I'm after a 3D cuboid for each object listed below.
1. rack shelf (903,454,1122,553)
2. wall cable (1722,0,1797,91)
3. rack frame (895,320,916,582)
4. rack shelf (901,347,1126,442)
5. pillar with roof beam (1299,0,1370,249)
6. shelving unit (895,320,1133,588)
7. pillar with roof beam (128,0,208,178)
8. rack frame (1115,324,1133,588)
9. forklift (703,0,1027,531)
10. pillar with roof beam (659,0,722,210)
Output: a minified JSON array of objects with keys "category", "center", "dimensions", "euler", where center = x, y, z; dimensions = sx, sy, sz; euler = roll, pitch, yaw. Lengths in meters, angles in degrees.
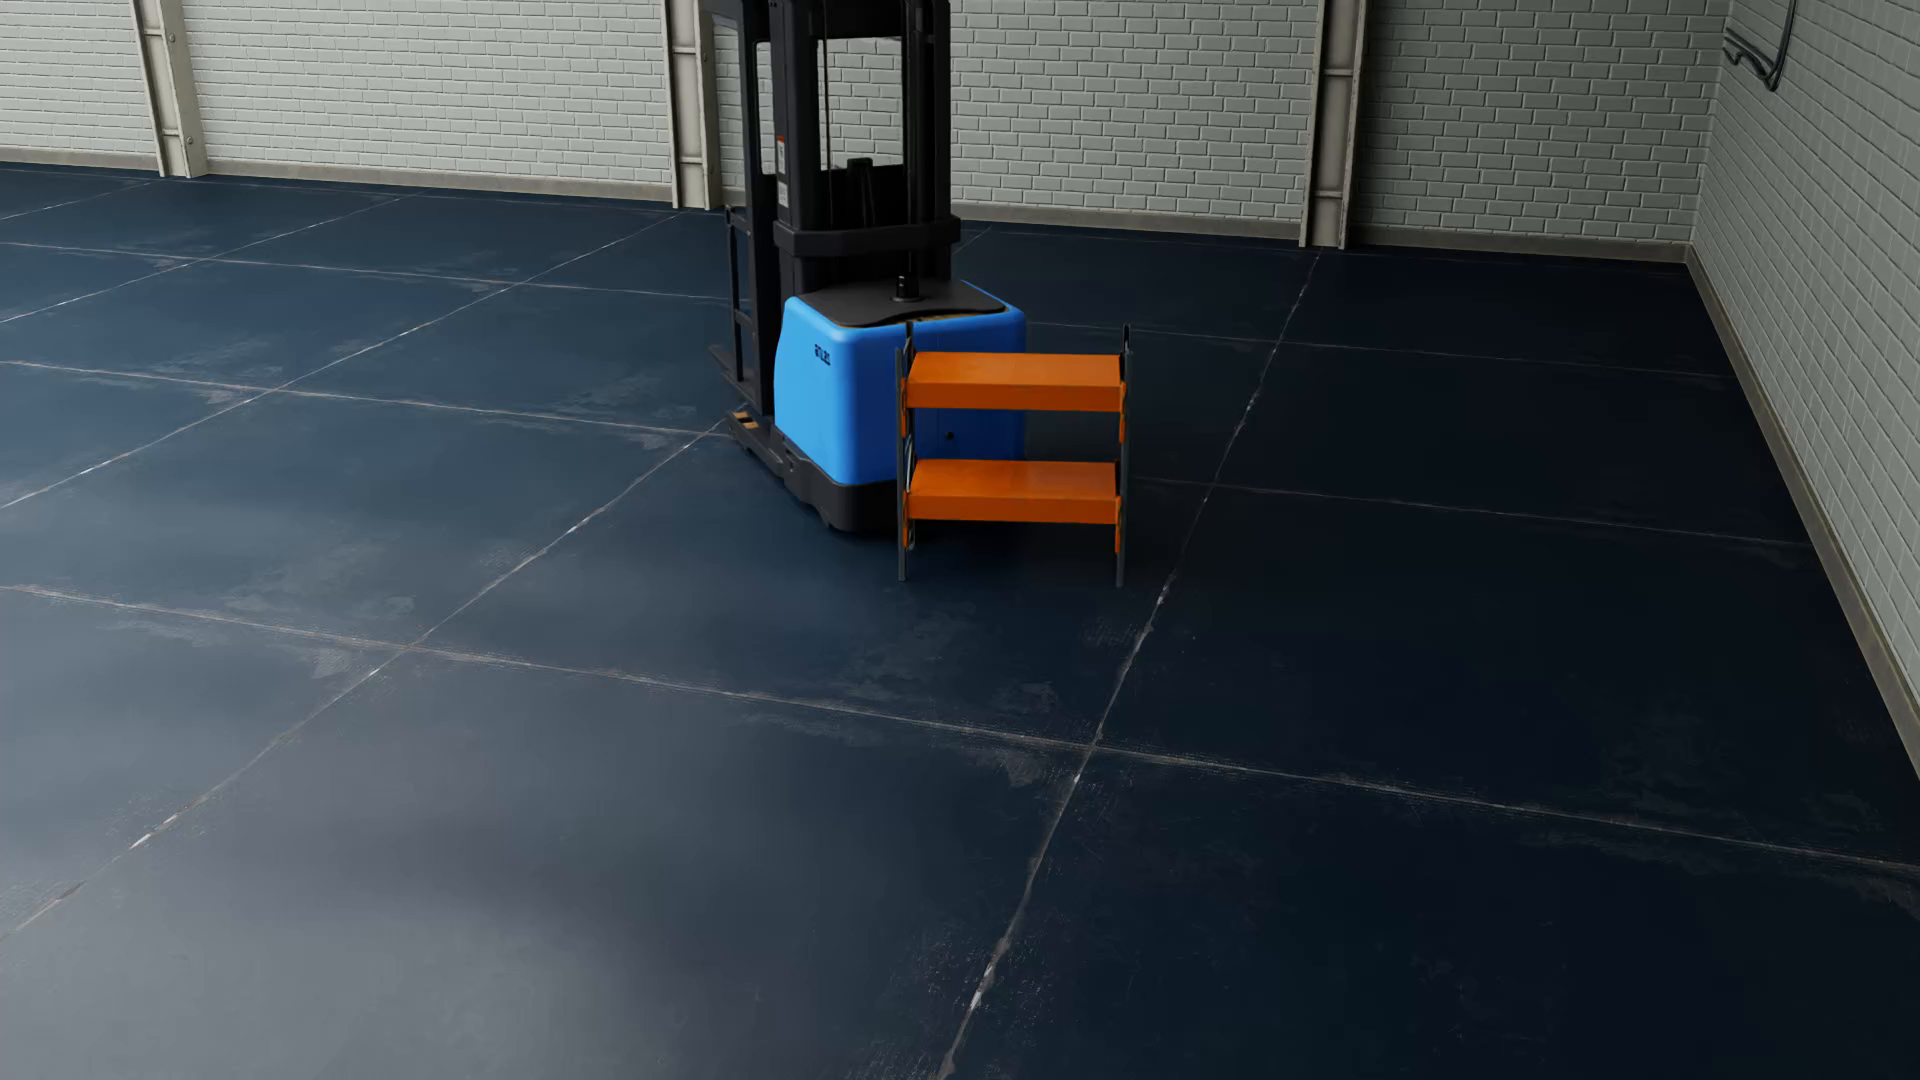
[{"category":"rack shelf","center":[0.254,-0.179,7.868],"dimensions":[1.000,0.278,0.538],"euler":[2,22,4]},{"category":"wall cable","center":[5.631,-4.519,11.522],"dimensions":[0.112,2.526,3.097],"euler":[7,23,16]},{"category":"rack frame","center":[-0.253,-0.419,7.808],"dimensions":[0.032,1.125,0.500],"euler":[2,22,4]},{"category":"rack shelf","center":[0.254,-0.676,7.665],"dimensions":[1.000,0.278,0.538],"euler":[2,22,4]},{"category":"pillar with roof beam","center":[1.949,-5.195,9.078],"dimensions":[0.400,9.000,9.100],"euler":[7,23,16]},{"category":"shelving unit","center":[0.254,-0.405,7.776],"dimensions":[1.048,1.125,0.538],"euler":[2,22,4]},{"category":"pillar with roof beam","center":[-9.539,-6.511,12.285],"dimensions":[0.400,9.000,9.100],"euler":[7,23,16]},{"category":"rack frame","center":[0.761,-0.392,7.743],"dimensions":[0.032,1.125,0.500],"euler":[2,22,4]},{"category":"forklift","center":[-0.710,-1.924,9.098],"dimensions":[1.130,2.935,3.031],"euler":[-9,24,-22]},{"category":"pillar with roof beam","center":[-3.795,-5.853,10.682],"dimensions":[0.400,9.000,9.100],"euler":[7,23,16]}]
